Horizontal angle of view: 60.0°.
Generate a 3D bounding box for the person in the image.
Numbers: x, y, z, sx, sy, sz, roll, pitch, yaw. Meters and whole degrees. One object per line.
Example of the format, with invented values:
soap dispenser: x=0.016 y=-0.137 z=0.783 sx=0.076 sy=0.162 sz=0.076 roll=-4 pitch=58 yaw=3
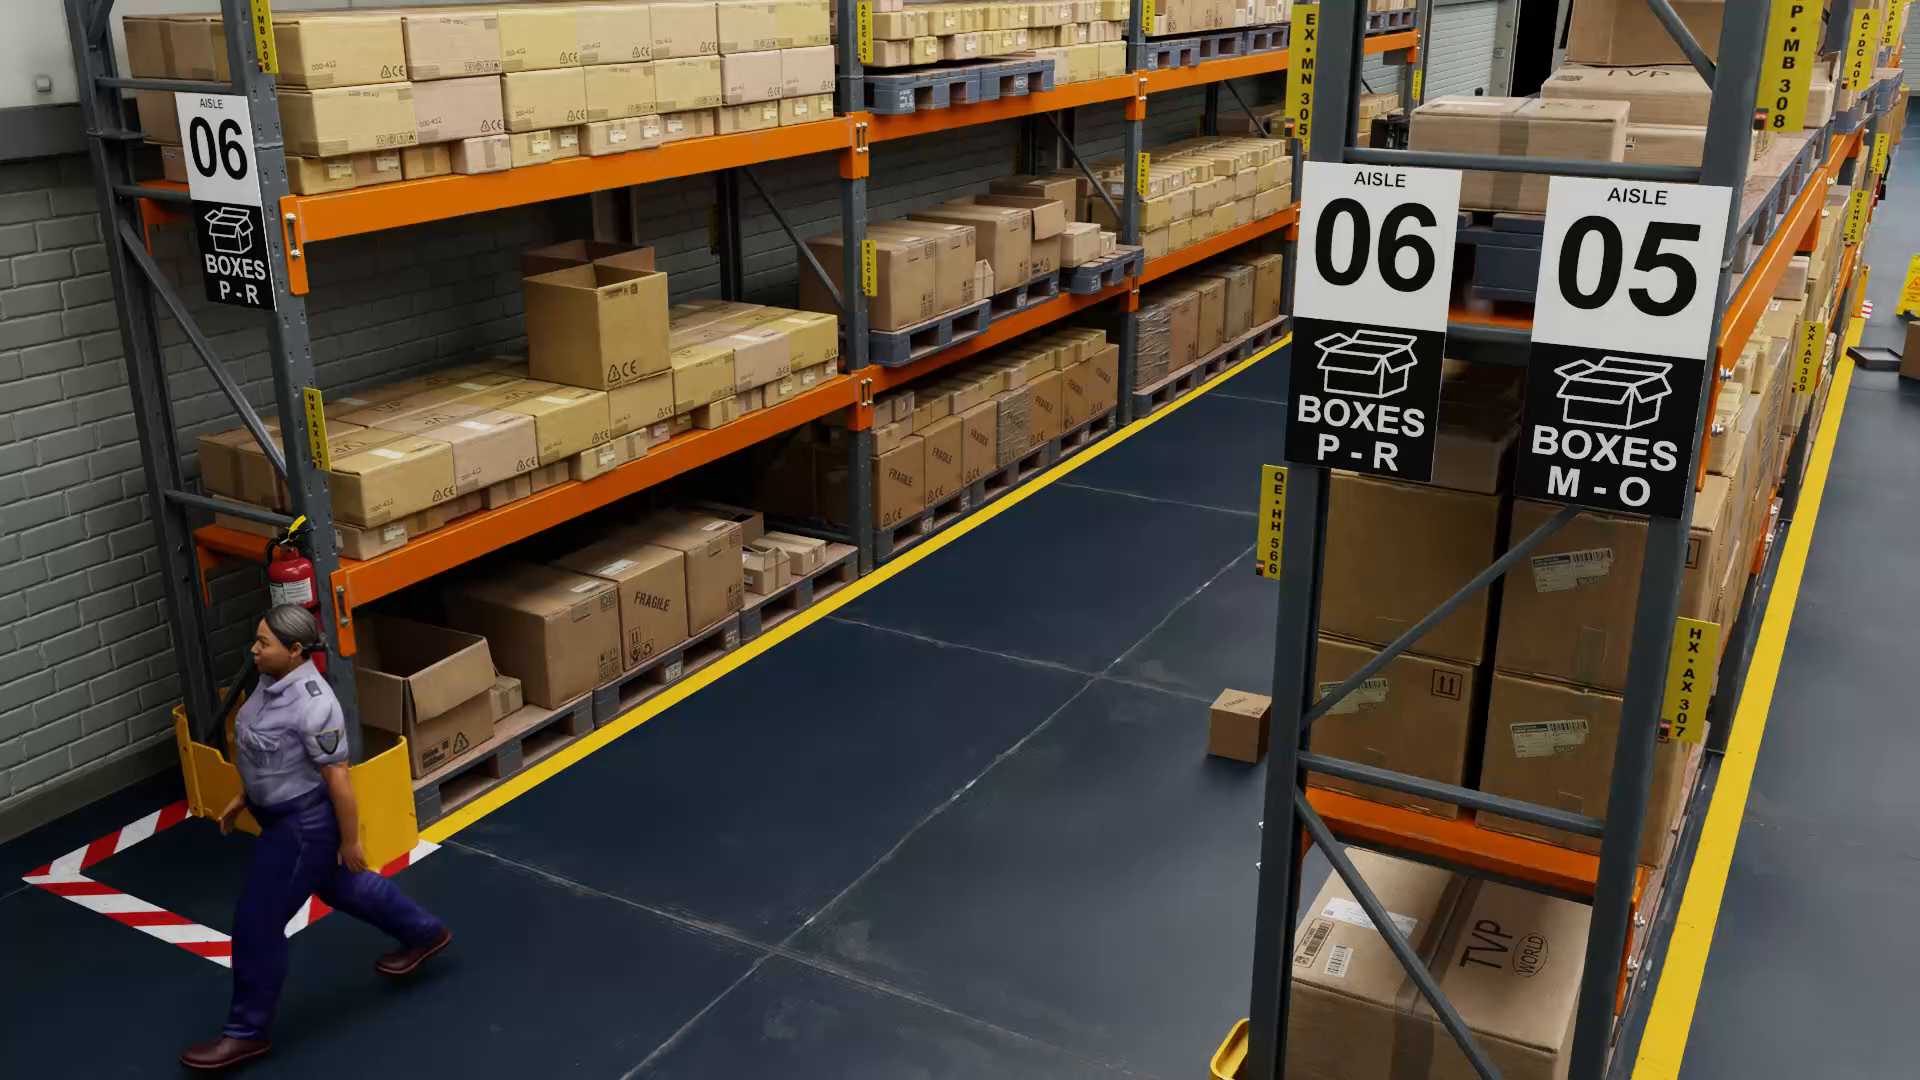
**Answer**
person: x=-2.340 y=0.976 z=5.852 sx=0.996 sy=1.598 sz=0.490 roll=-11 pitch=22 yaw=-29
